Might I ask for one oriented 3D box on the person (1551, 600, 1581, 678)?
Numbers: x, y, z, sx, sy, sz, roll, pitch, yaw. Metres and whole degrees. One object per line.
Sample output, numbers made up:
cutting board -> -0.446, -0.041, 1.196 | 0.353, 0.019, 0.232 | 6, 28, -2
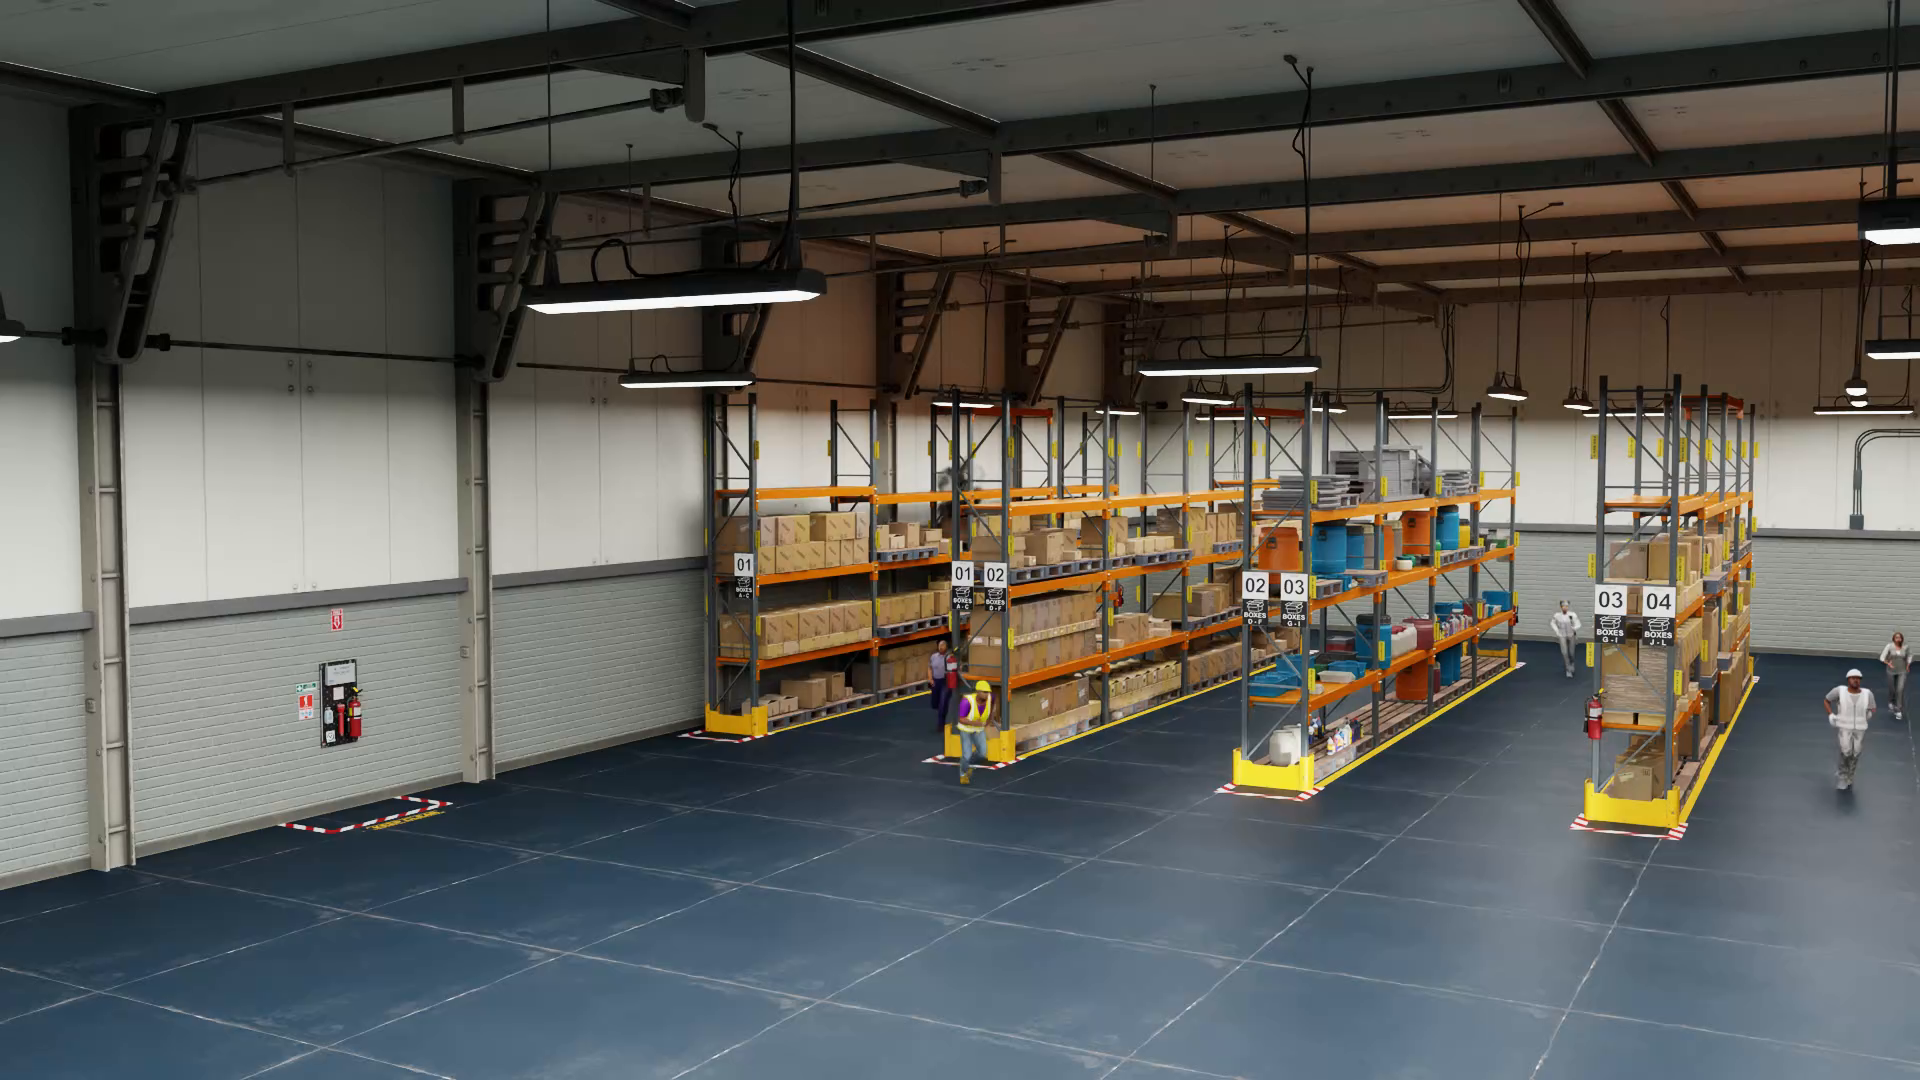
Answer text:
person -> 13.466, 2.169, 36.967 | 0.626, 1.707, 0.841 | 1, 3, 17

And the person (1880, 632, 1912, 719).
person -> 17.564, 2.515, 31.207 | 0.544, 1.598, 0.839 | 1, 3, 25

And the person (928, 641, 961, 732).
person -> -0.300, 2.611, 29.872 | 0.605, 1.619, 0.789 | 1, 3, 20

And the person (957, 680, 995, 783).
person -> 0.267, 2.862, 24.810 | 0.726, 1.602, 0.851 | -2, 4, -30

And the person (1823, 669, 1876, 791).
person -> 13.120, 2.799, 24.461 | 0.655, 1.807, 0.729 | 1, 3, 13
